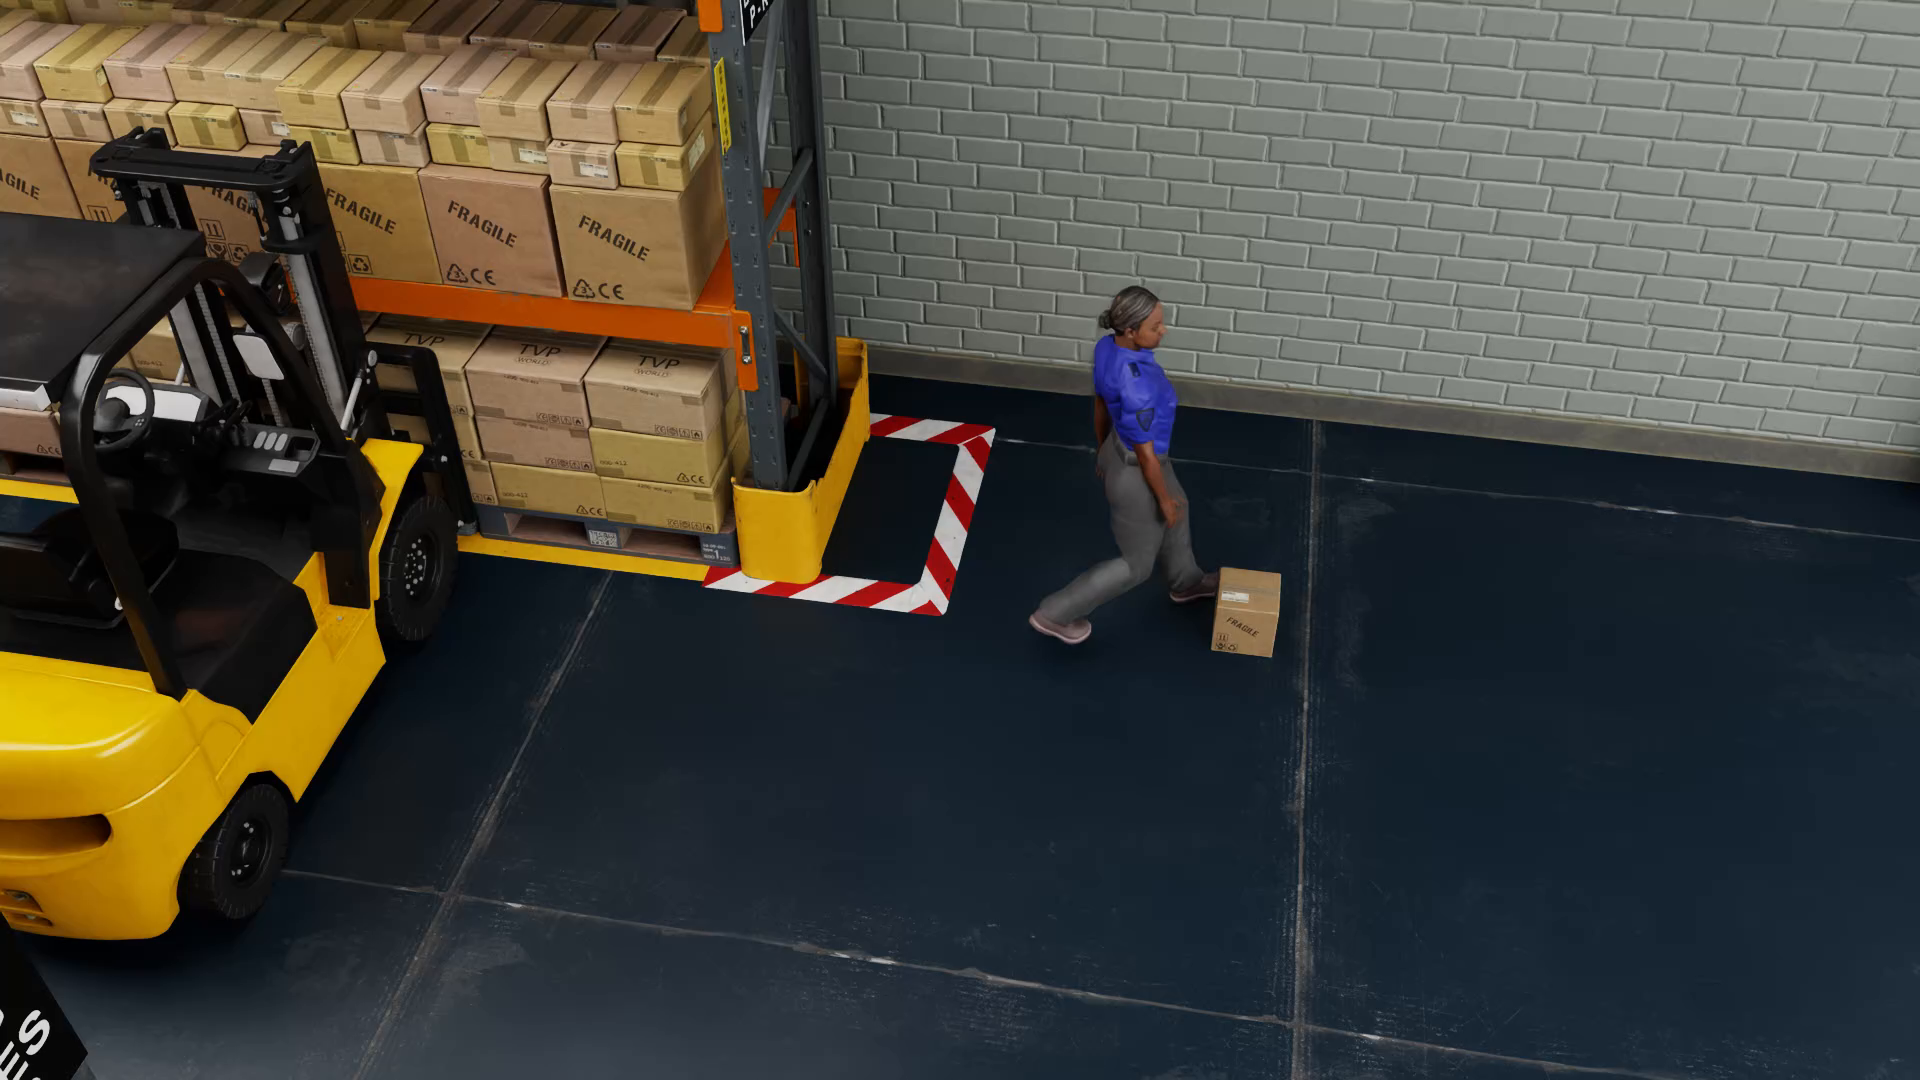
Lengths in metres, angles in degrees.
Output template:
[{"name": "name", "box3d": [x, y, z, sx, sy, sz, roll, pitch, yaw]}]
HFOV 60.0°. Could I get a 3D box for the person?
[{"name": "person", "box3d": [0.728, -0.288, 6.522, 0.957, 1.607, 0.485, -6, 41, -7]}]
